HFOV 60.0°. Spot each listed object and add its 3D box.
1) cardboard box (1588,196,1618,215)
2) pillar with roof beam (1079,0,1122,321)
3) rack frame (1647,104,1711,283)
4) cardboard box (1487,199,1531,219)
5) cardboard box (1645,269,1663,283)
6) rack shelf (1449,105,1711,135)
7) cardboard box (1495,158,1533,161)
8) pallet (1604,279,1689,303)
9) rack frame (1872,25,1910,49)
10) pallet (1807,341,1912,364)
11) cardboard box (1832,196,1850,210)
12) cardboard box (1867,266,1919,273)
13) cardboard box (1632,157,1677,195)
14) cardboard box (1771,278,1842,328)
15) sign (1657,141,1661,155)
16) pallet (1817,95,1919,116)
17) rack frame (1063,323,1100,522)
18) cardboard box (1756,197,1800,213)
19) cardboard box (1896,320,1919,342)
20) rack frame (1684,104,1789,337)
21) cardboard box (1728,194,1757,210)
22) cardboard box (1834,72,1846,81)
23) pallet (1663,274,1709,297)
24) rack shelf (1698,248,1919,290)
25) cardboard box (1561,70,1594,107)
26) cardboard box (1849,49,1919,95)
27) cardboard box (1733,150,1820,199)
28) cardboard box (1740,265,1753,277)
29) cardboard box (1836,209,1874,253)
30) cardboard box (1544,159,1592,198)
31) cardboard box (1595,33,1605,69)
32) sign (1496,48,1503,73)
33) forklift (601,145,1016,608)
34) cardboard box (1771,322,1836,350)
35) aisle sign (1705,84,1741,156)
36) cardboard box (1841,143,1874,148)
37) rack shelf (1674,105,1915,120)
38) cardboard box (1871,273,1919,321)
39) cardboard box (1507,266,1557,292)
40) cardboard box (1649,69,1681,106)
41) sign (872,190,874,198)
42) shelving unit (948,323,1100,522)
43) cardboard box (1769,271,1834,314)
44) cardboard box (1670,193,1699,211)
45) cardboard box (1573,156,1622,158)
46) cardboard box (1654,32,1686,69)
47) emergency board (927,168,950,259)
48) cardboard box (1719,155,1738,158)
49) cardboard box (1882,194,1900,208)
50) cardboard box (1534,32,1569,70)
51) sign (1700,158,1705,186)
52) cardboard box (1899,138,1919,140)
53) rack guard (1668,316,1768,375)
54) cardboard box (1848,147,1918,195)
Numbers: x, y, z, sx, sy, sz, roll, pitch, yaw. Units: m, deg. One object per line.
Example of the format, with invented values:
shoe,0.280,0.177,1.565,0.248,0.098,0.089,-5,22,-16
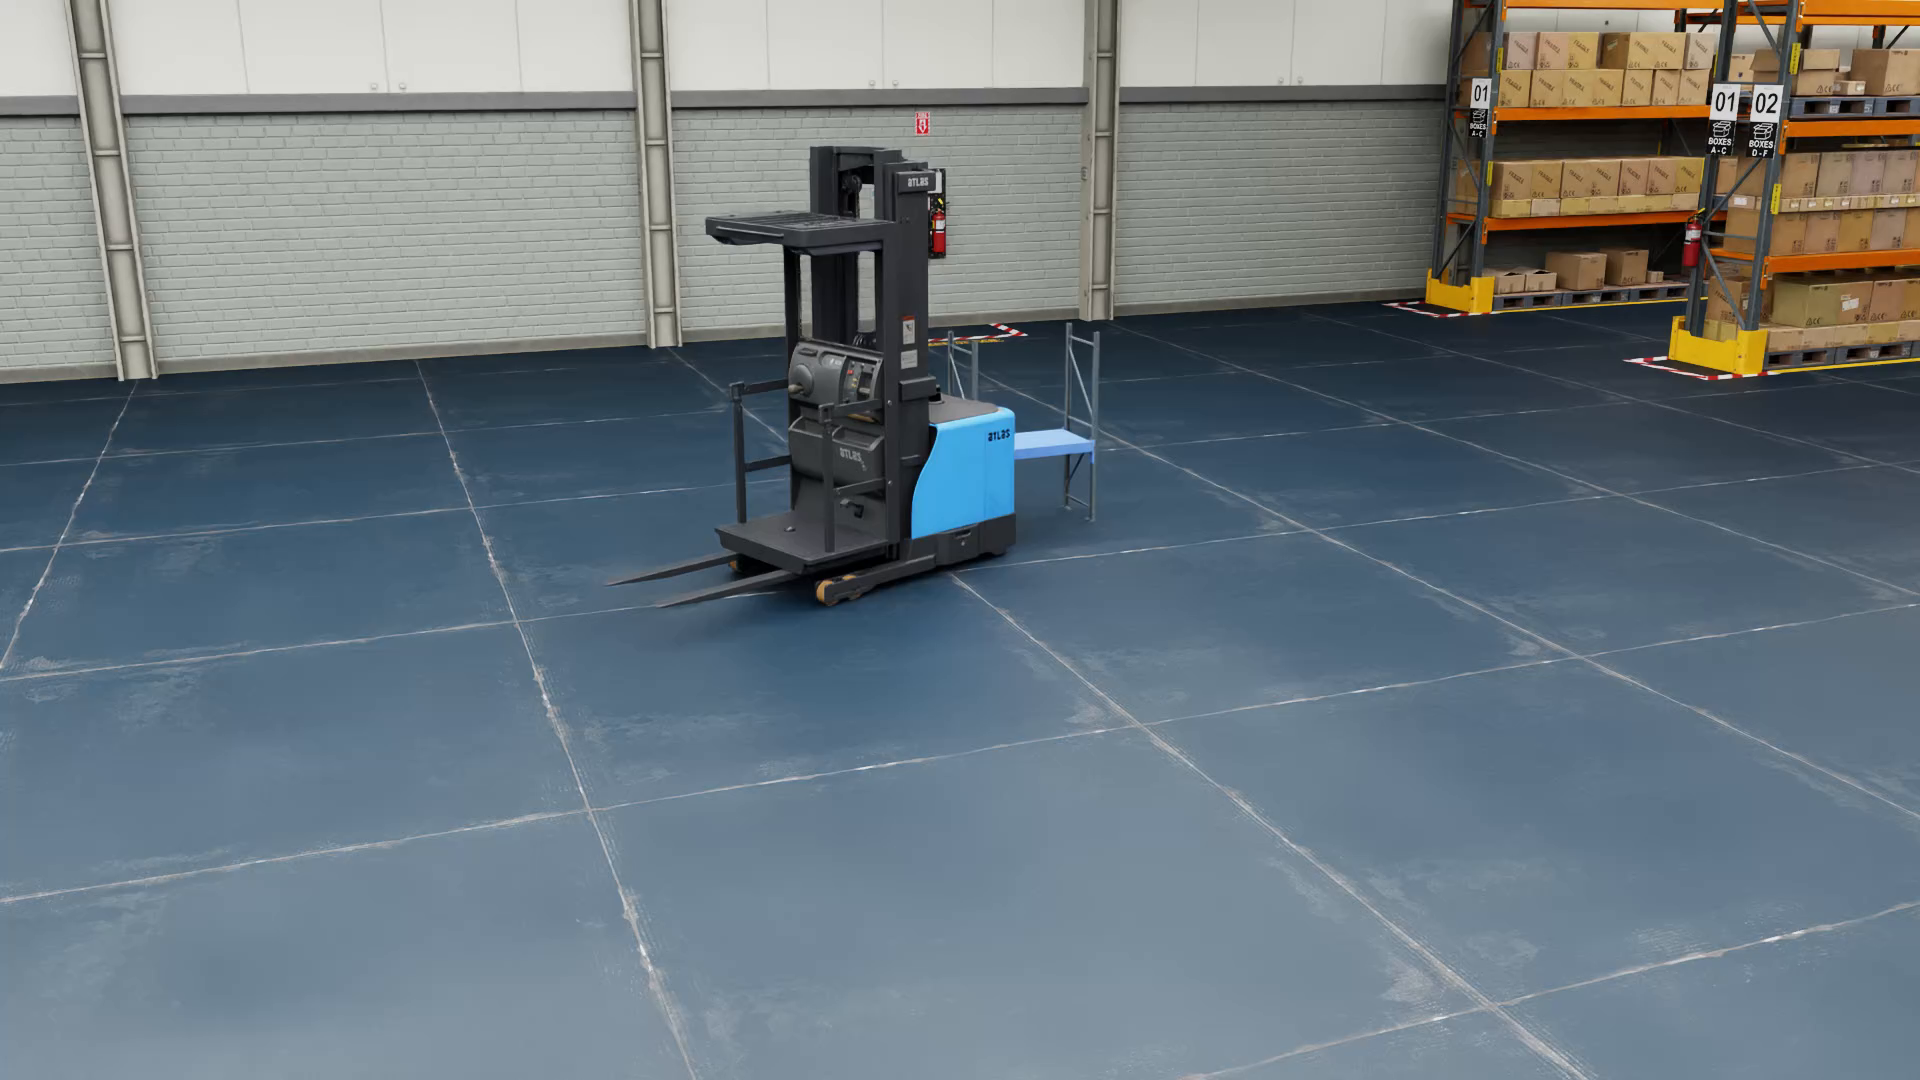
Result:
cardboard box,9.138,-4.863,24.067,0.500,0.250,0.500,-6,17,-20
pillar with roof beam,3.420,-6.243,17.886,0.400,9.000,9.100,-6,17,-20
rack frame,10.874,-5.207,25.007,0.127,3.000,1.000,-6,17,-20
cardboard box,7.708,-4.707,23.535,0.500,0.250,0.500,-7,18,-22
cardboard box,10.385,-3.997,25.133,0.250,0.166,0.380,-9,18,-27
rack shelf,9.006,-6.100,23.999,4.000,0.370,1.077,-6,17,-20
cardboard box,7.976,-5.253,24.062,0.500,0.500,0.500,-6,17,-19
pallet,10.259,-3.792,25.137,1.213,0.211,1.003,-6,17,-20
rack frame,14.609,-8.489,25.535,0.127,3.000,1.000,-6,17,-20
pallet,10.751,-2.373,20.304,1.213,0.211,1.003,-6,17,-20
cardboard box,10.073,-3.920,19.295,0.250,0.149,0.380,-6,18,-21
cardboard box,11.640,-3.129,20.735,0.500,0.500,0.500,-6,17,-20
cardboard box,10.079,-5.324,24.303,0.500,0.500,0.500,-6,17,-20
cardboard box,9.961,-2.789,19.577,0.500,0.500,0.500,-6,17,-20
sign,10.672,-5.908,25.340,0.005,0.325,0.100,-6,17,-20
pallet,10.725,-5.086,19.428,1.213,0.211,1.003,-6,17,-20
rack frame,0.950,-0.927,13.092,0.032,1.500,0.500,-7,18,-23
cardboard box,9.358,-3.843,19.033,0.250,0.149,0.380,-6,18,-20
cardboard box,11.363,-2.580,20.195,0.500,0.250,0.500,-6,17,-20
rack frame,8.914,-3.501,19.196,0.127,3.000,1.000,-6,17,-20
cardboard box,9.203,-3.949,19.393,0.250,0.149,0.380,-6,18,-21
cardboard box,9.895,-5.322,19.348,0.500,0.250,0.500,-6,17,-20
pallet,11.600,-3.948,25.668,1.213,0.211,1.003,-6,17,-20
rack shelf,10.782,-3.357,19.984,4.000,0.370,1.077,-6,17,-20
cardboard box,8.538,-6.367,23.419,0.500,0.500,0.500,-5,17,-18
cardboard box,10.563,-5.352,19.006,0.500,0.500,0.500,-6,17,-20
cardboard box,9.404,-4.220,19.166,0.500,0.500,0.700,-6,17,-20
cardboard box,12.019,-4.363,25.787,0.500,0.500,0.700,-7,18,-21
cardboard box,10.309,-3.695,19.681,0.500,0.500,0.700,-6,17,-20
cardboard box,8.642,-5.168,23.773,0.500,0.500,0.500,-7,18,-22
cardboard box,8.894,-7.043,23.948,0.500,0.500,0.500,-6,17,-20
sign,7.333,-6.520,22.601,0.005,0.325,0.100,-6,17,-20
forklift,-1.008,-1.134,11.257,3.031,2.935,1.130,-15,22,-41
cardboard box,9.960,-2.430,19.684,0.500,0.250,0.500,-6,17,-20
aisle sign,8.748,-4.819,19.071,0.004,0.787,0.394,-6,17,-20
cardboard box,14.002,-6.102,25.943,0.250,0.149,0.380,-9,19,-29
rack shelf,12.741,-6.503,25.372,4.000,0.370,1.077,-6,17,-20
cardboard box,11.358,-2.943,20.101,0.500,0.500,0.500,-6,17,-20
cardboard box,8.349,-3.828,24.303,0.500,0.311,0.500,-5,17,-15
cardboard box,10.014,-6.540,24.010,0.500,0.500,0.500,-8,18,-25
sign,-0.987,-4.499,21.591,0.331,0.109,0.001,-6,17,-20
shelving unit,0.484,-0.869,12.897,1.048,1.500,0.538,-7,18,-23
cardboard box,10.237,-2.980,20.226,0.500,0.500,0.500,-6,17,-20
cardboard box,10.540,-5.017,24.591,0.500,0.250,0.500,-6,17,-20
cardboard box,9.408,-5.412,24.605,0.500,0.500,0.500,-6,17,-19
cardboard box,9.992,-7.004,23.813,0.500,0.500,0.500,-5,17,-17
emergency board,-0.441,-4.258,21.774,0.643,1.169,0.194,-6,17,-20
cardboard box,11.885,-5.563,25.260,0.500,0.500,0.700,-4,17,-14
cardboard box,10.794,-3.998,19.560,0.250,0.149,0.380,-6,17,-20
cardboard box,8.072,-6.793,23.094,0.500,0.500,0.500,-6,18,-21
sign,8.733,-4.314,19.491,0.005,0.325,0.100,-6,17,-20
cardboard box,15.424,-6.336,26.778,0.500,0.250,0.500,-7,18,-22
rack guard,8.892,-2.299,19.540,0.348,0.500,1.175,-6,17,-20
cardboard box,10.832,-4.376,19.698,0.500,0.500,0.700,-6,17,-20
